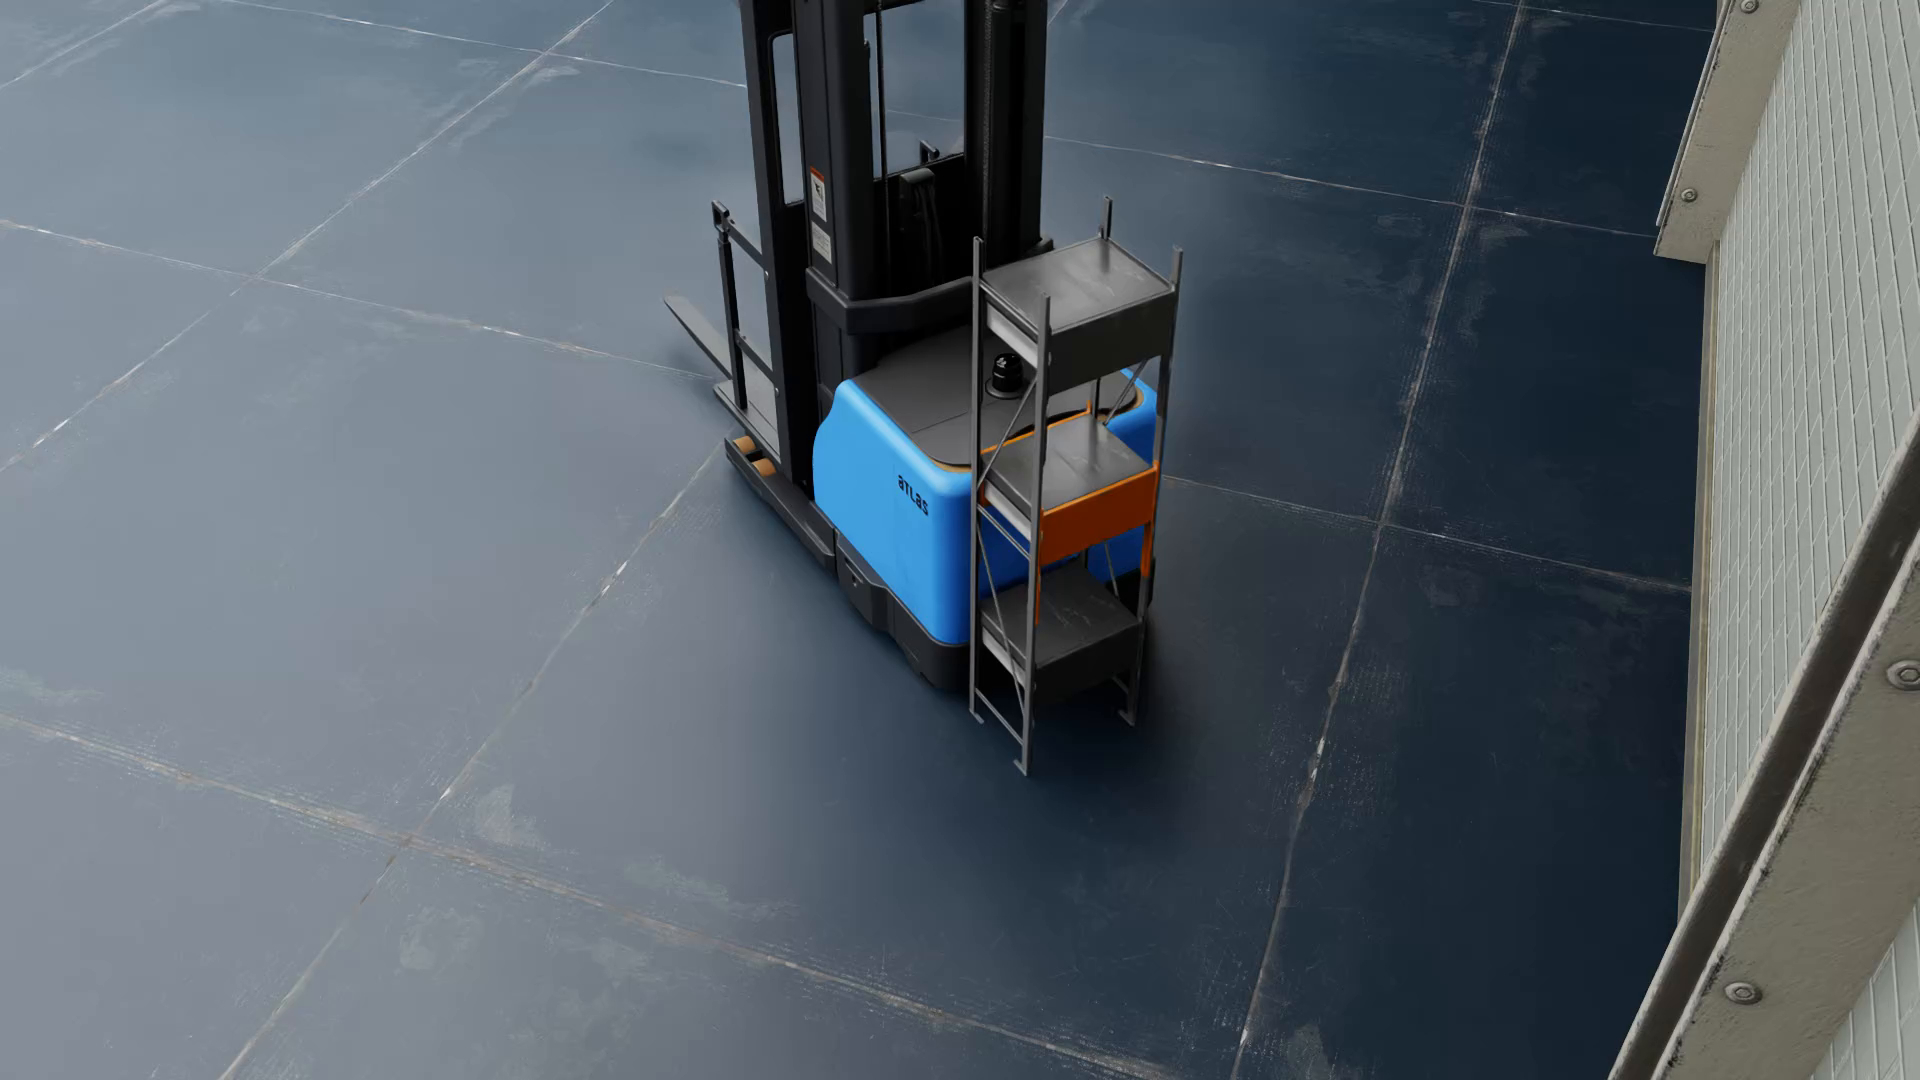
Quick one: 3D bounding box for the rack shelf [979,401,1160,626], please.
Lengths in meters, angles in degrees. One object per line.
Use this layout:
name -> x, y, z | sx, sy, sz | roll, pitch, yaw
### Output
rack shelf -> 0.358, -0.096, 5.765 | 0.480, 0.518, 0.431 | -22, 45, -24

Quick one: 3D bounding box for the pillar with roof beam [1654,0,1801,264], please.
pillar with roof beam -> -0.049, -6.019, 7.372 | 9.100, 9.000, 0.400 | 13, 42, 15

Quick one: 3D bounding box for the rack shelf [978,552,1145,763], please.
rack shelf -> 0.356, 0.435, 6.220 | 0.480, 0.518, 0.431 | -22, 45, -24

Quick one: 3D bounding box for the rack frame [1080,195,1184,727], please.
rack frame -> 0.565, -0.190, 5.854 | 0.015, 2.100, 0.400 | -22, 45, -24

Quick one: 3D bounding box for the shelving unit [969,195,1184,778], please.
shelving unit -> 0.358, -0.106, 5.756 | 0.503, 2.100, 0.431 | -22, 45, -24

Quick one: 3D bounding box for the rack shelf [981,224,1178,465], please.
rack shelf -> 0.359, -0.627, 5.309 | 0.480, 0.518, 0.431 | -22, 45, -24

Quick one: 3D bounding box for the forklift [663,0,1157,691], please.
forklift -> -0.412, -1.461, 6.705 | 1.130, 2.935, 3.031 | -22, 45, -24

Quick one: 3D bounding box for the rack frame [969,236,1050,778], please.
rack frame -> 0.150, -0.023, 5.658 | 0.015, 2.100, 0.400 | -22, 45, -24
